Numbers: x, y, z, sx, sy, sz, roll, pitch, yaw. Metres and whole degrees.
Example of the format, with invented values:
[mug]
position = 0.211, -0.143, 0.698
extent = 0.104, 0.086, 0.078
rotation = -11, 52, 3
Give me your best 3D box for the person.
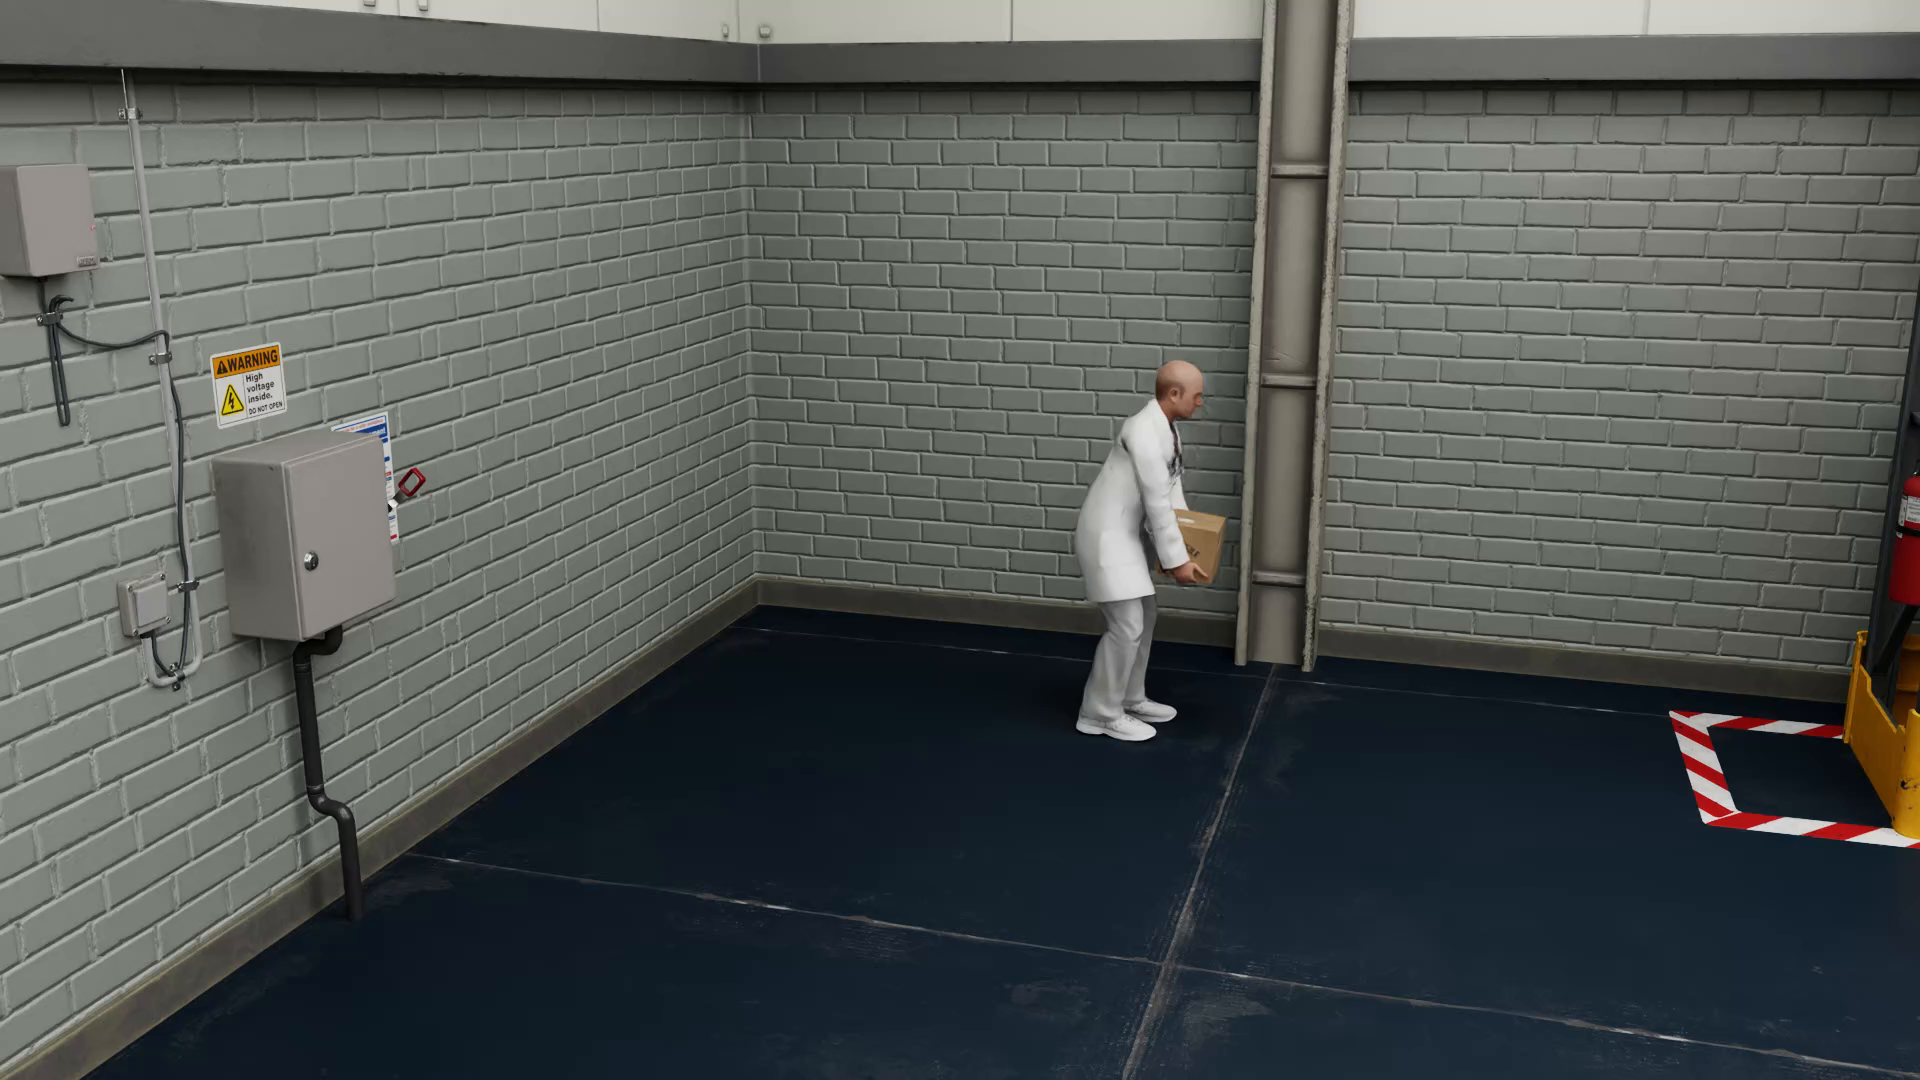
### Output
[person]
position = 0.830, 0.042, 7.509
extent = 0.616, 1.721, 0.534
rotation = 4, 15, 15
